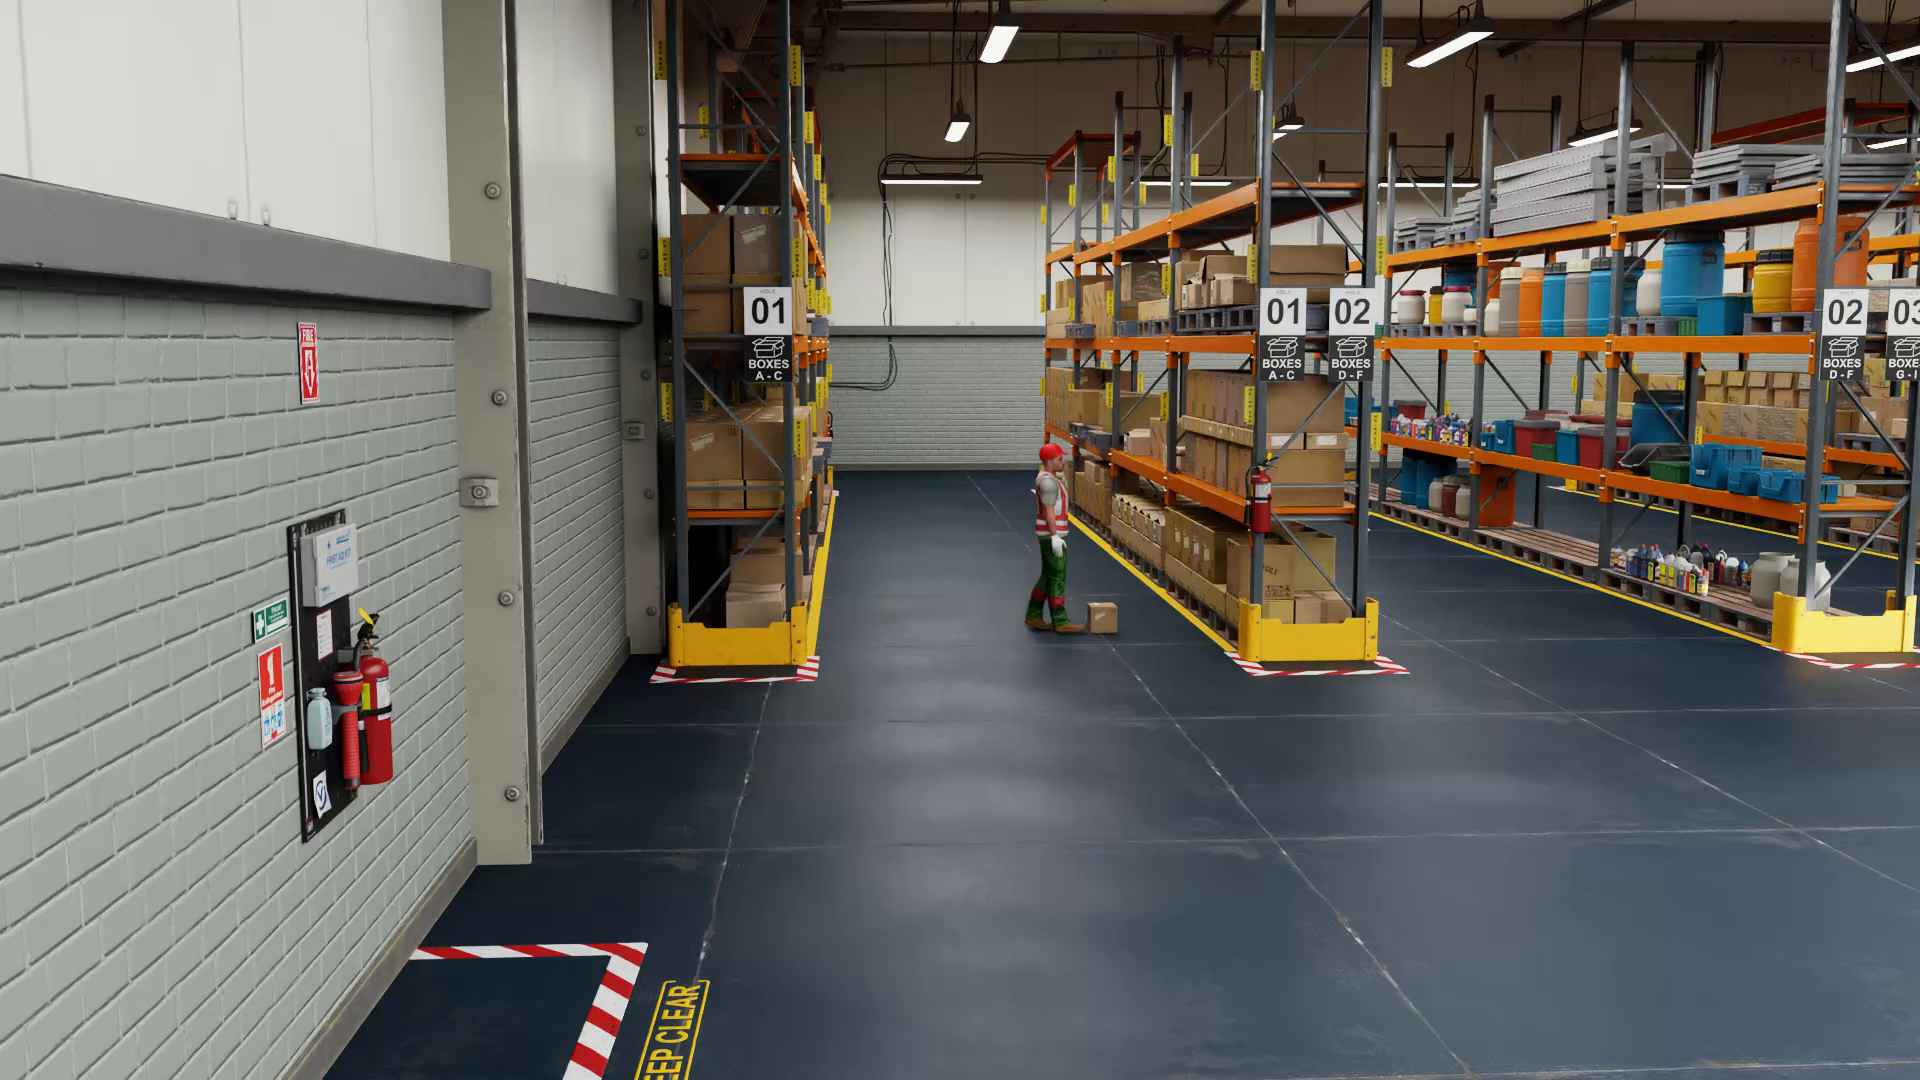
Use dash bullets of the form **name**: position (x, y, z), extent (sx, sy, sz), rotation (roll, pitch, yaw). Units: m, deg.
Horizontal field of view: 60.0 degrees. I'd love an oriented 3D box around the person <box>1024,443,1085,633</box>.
- **person**: position (0.901, -0.019, 15.766), extent (0.579, 1.800, 0.569), rotation (0, 7, 2)
